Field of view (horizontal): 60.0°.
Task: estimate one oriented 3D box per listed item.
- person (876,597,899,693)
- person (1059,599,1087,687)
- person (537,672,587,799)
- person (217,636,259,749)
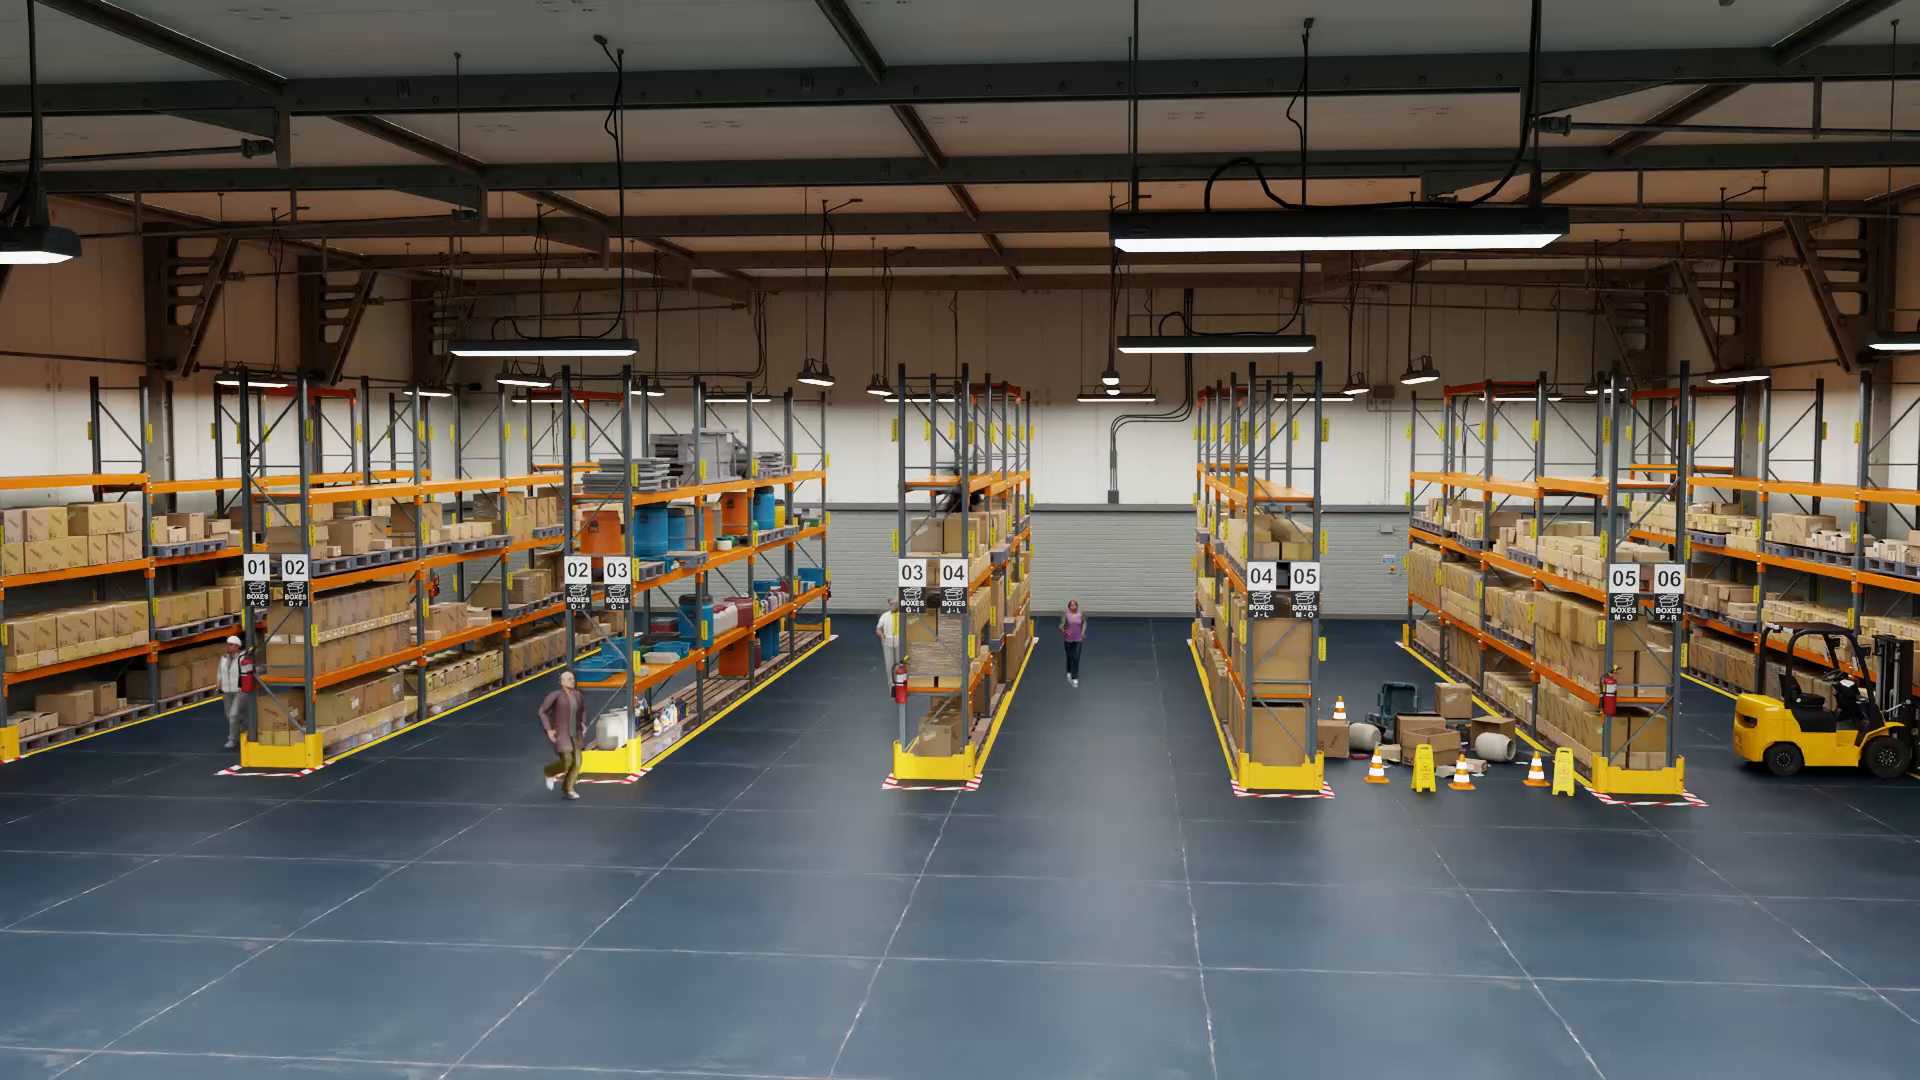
[{"bbox_3d":[-1.196,1.915,30.215,0.659,1.776,0.580,0,4,-1],"label":"person"},{"bbox_3d":[2.128,1.915,31.183,0.539,1.599,0.724,0,4,-3],"label":"person"},{"bbox_3d":[-5.436,2.671,22.897,0.670,1.716,0.741,3,5,38],"label":"person"},{"bbox_3d":[-11.631,2.423,26.781,0.669,1.767,0.810,0,4,7],"label":"person"}]
